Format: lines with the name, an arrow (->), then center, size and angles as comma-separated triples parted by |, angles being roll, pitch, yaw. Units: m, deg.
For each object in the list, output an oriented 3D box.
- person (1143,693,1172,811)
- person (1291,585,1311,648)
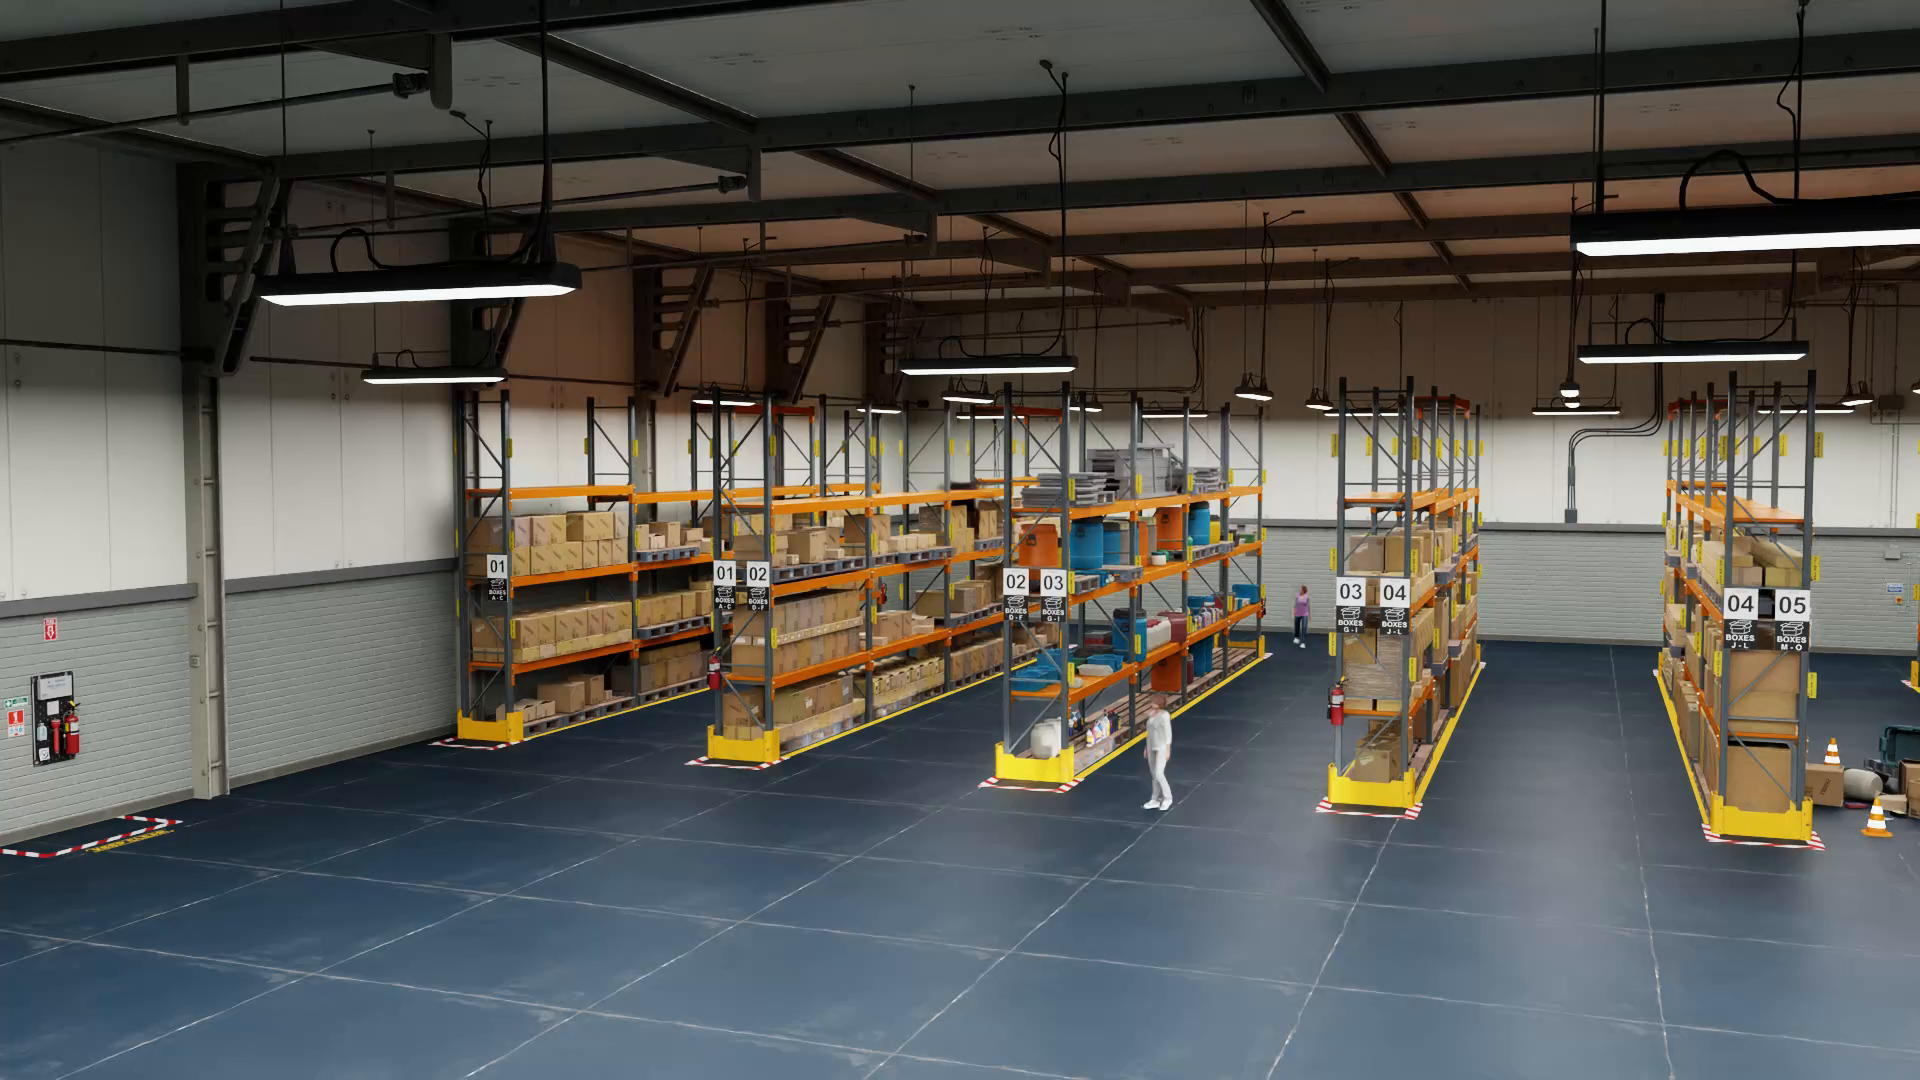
person -> 2.738, 2.925, 23.069 | 0.338, 1.605, 0.451 | -2, 4, -30
person -> 8.588, 1.901, 41.885 | 0.481, 1.550, 0.891 | 0, 3, 8
